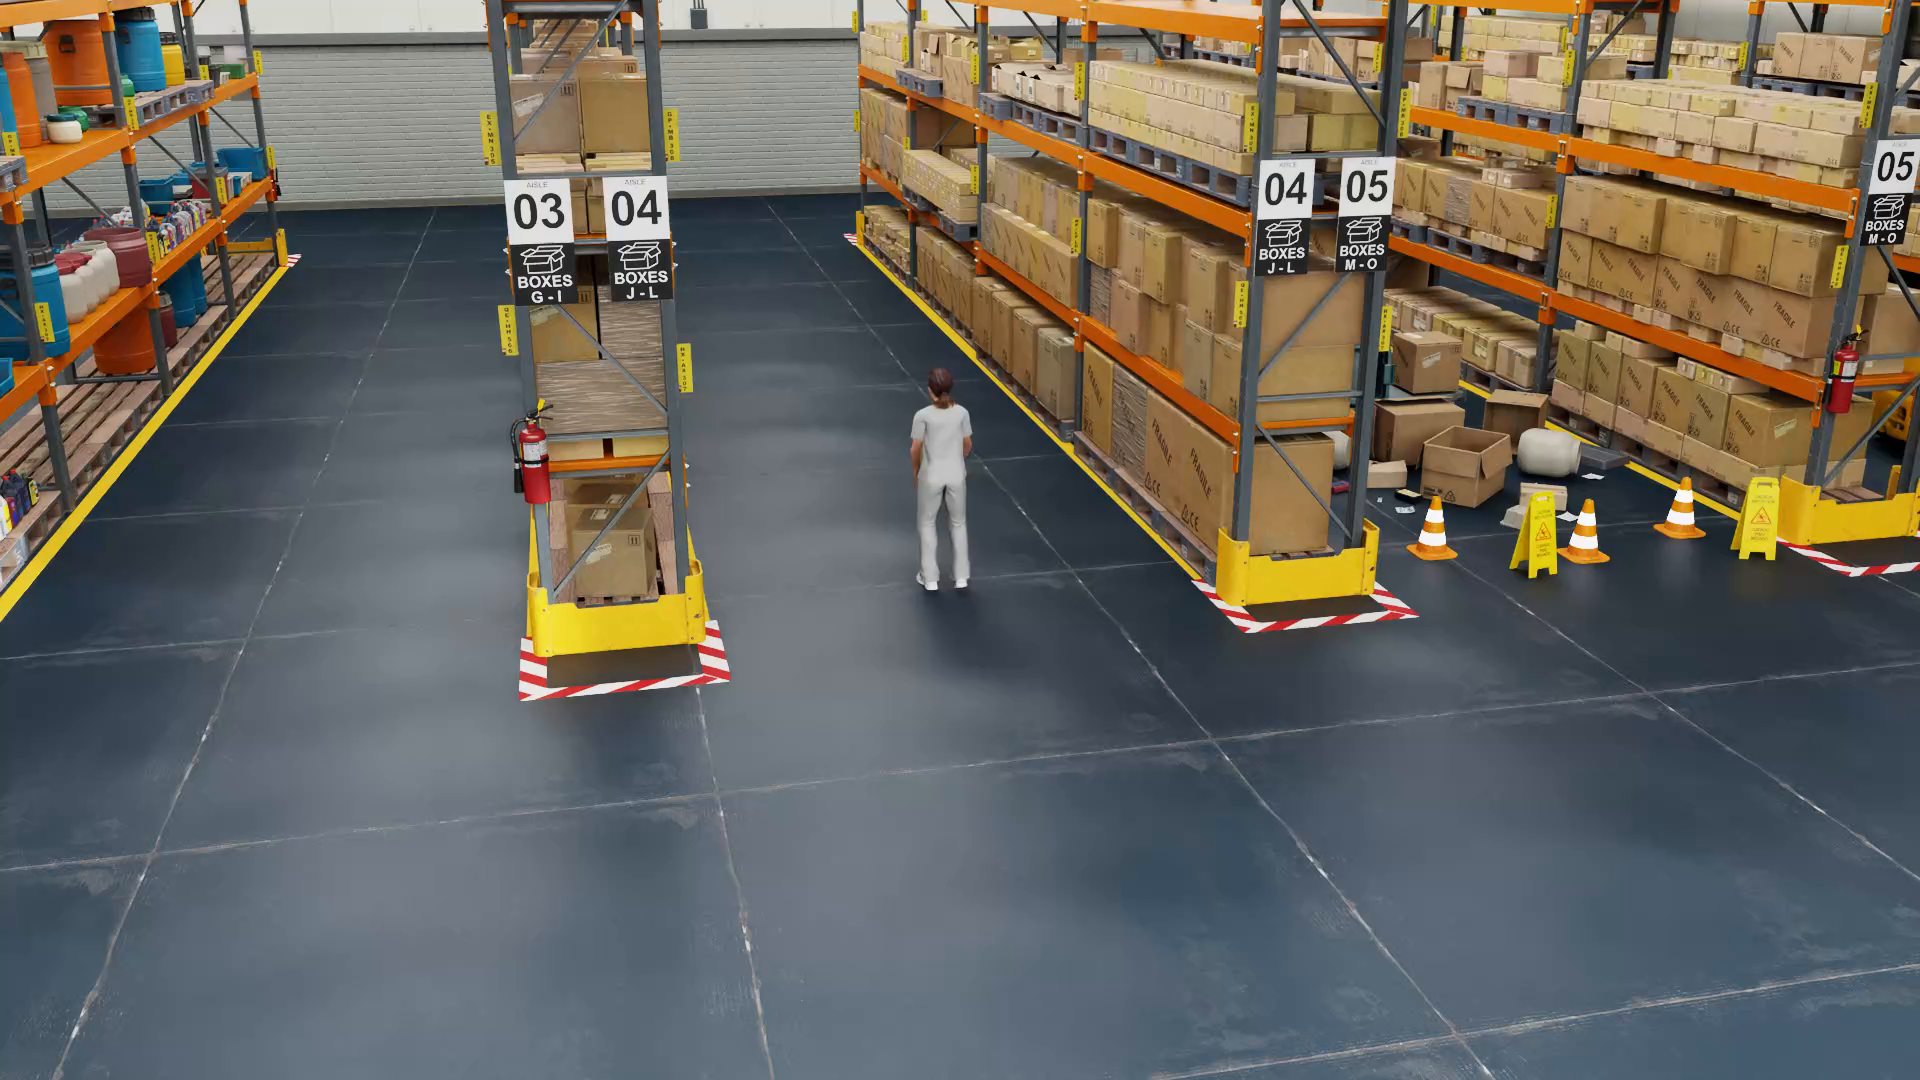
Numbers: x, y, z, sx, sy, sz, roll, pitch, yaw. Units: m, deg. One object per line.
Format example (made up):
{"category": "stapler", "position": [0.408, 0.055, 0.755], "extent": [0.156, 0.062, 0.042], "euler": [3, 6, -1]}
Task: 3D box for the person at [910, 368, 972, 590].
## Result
{"category": "person", "position": [-0.146, -0.457, 12.344], "extent": [0.466, 1.676, 0.412], "euler": [-5, 20, -13]}
